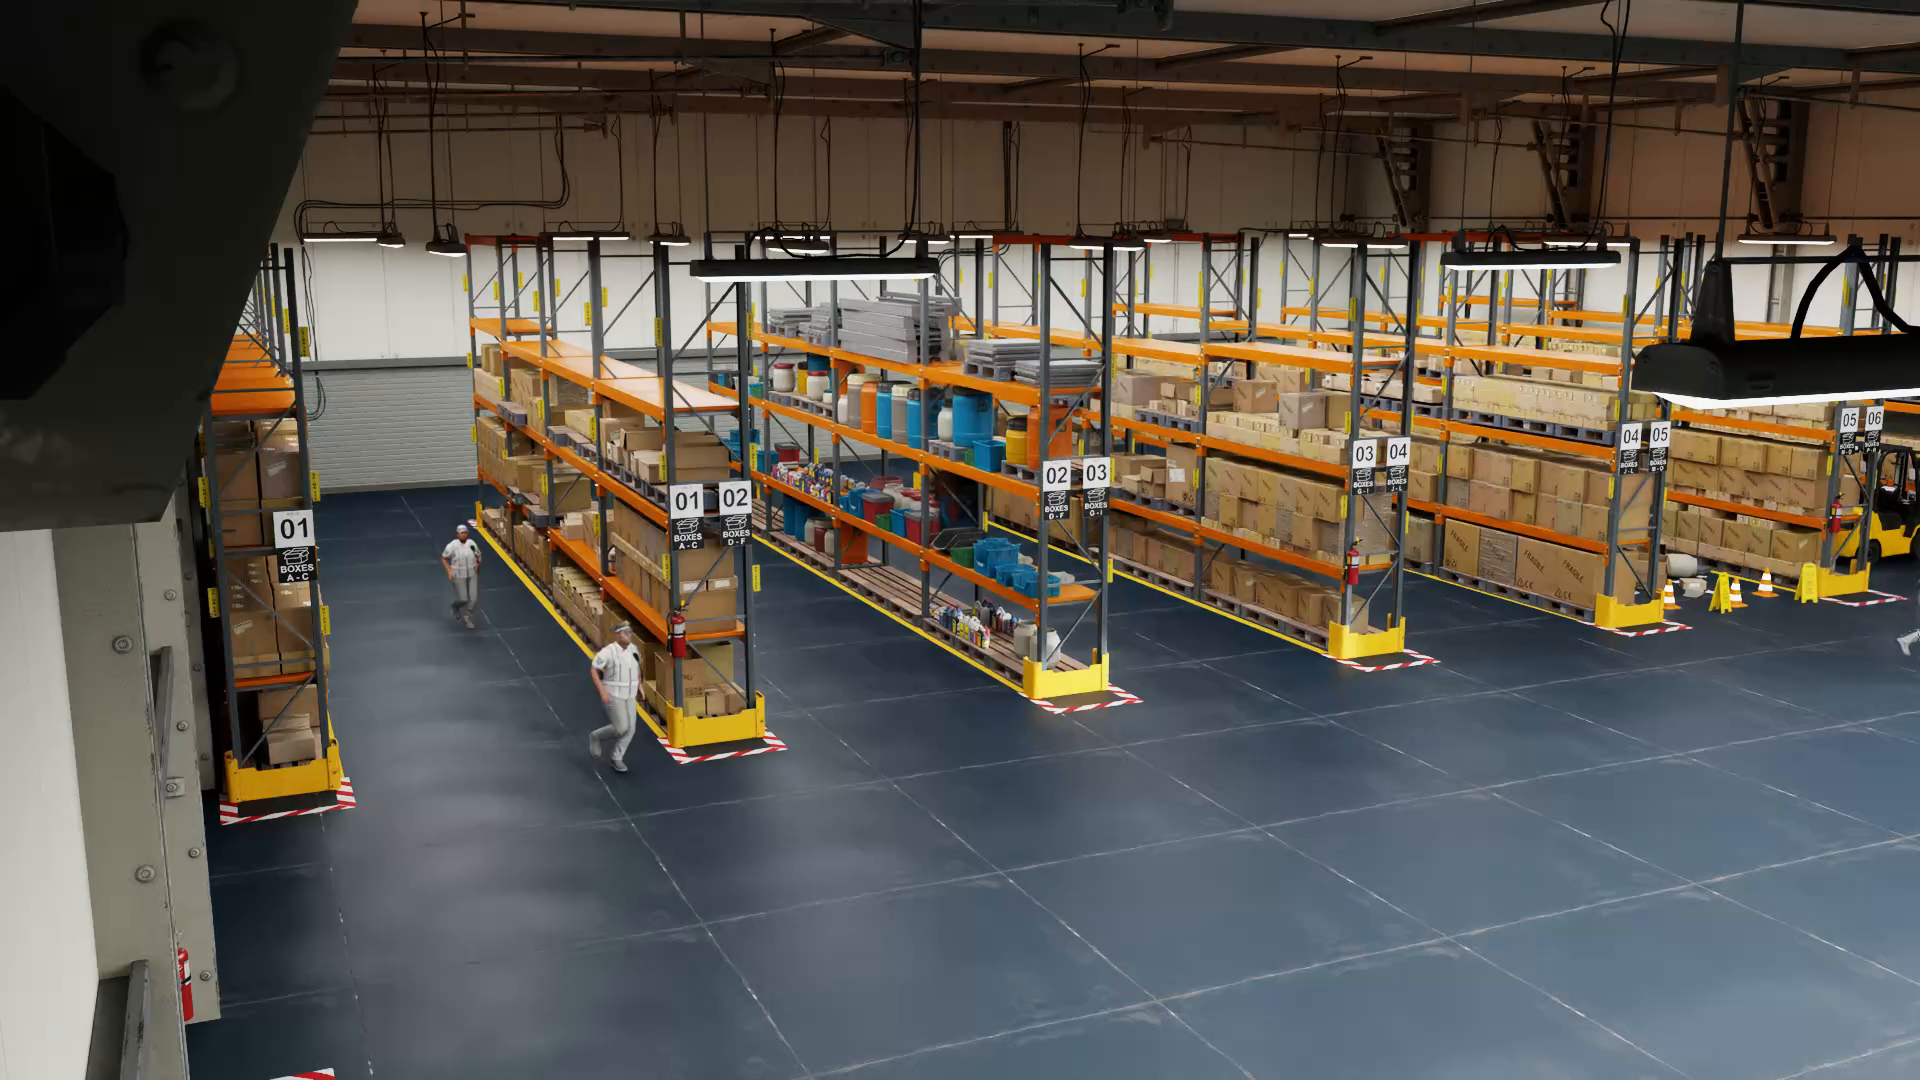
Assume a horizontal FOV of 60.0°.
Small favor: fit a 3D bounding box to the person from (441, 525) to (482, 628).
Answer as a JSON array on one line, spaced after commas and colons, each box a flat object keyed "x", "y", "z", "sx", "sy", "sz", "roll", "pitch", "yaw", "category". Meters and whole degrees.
[{"x": -7.743, "y": 0.568, "z": 25.992, "sx": 0.607, "sy": 1.627, "sz": 0.549, "roll": -8, "pitch": 13, "yaw": -34, "category": "person"}]

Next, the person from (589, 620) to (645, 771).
[{"x": -3.960, "y": 1.784, "z": 19.449, "sx": 0.584, "sy": 1.710, "sz": 0.698, "roll": 8, "pitch": 14, "yaw": 37, "category": "person"}]

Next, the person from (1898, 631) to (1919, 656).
[{"x": 13.858, "y": 0.972, "z": 23.714, "sx": 0.743, "sy": 1.664, "sz": 0.617, "roll": 5, "pitch": 12, "yaw": 23, "category": "person"}]
